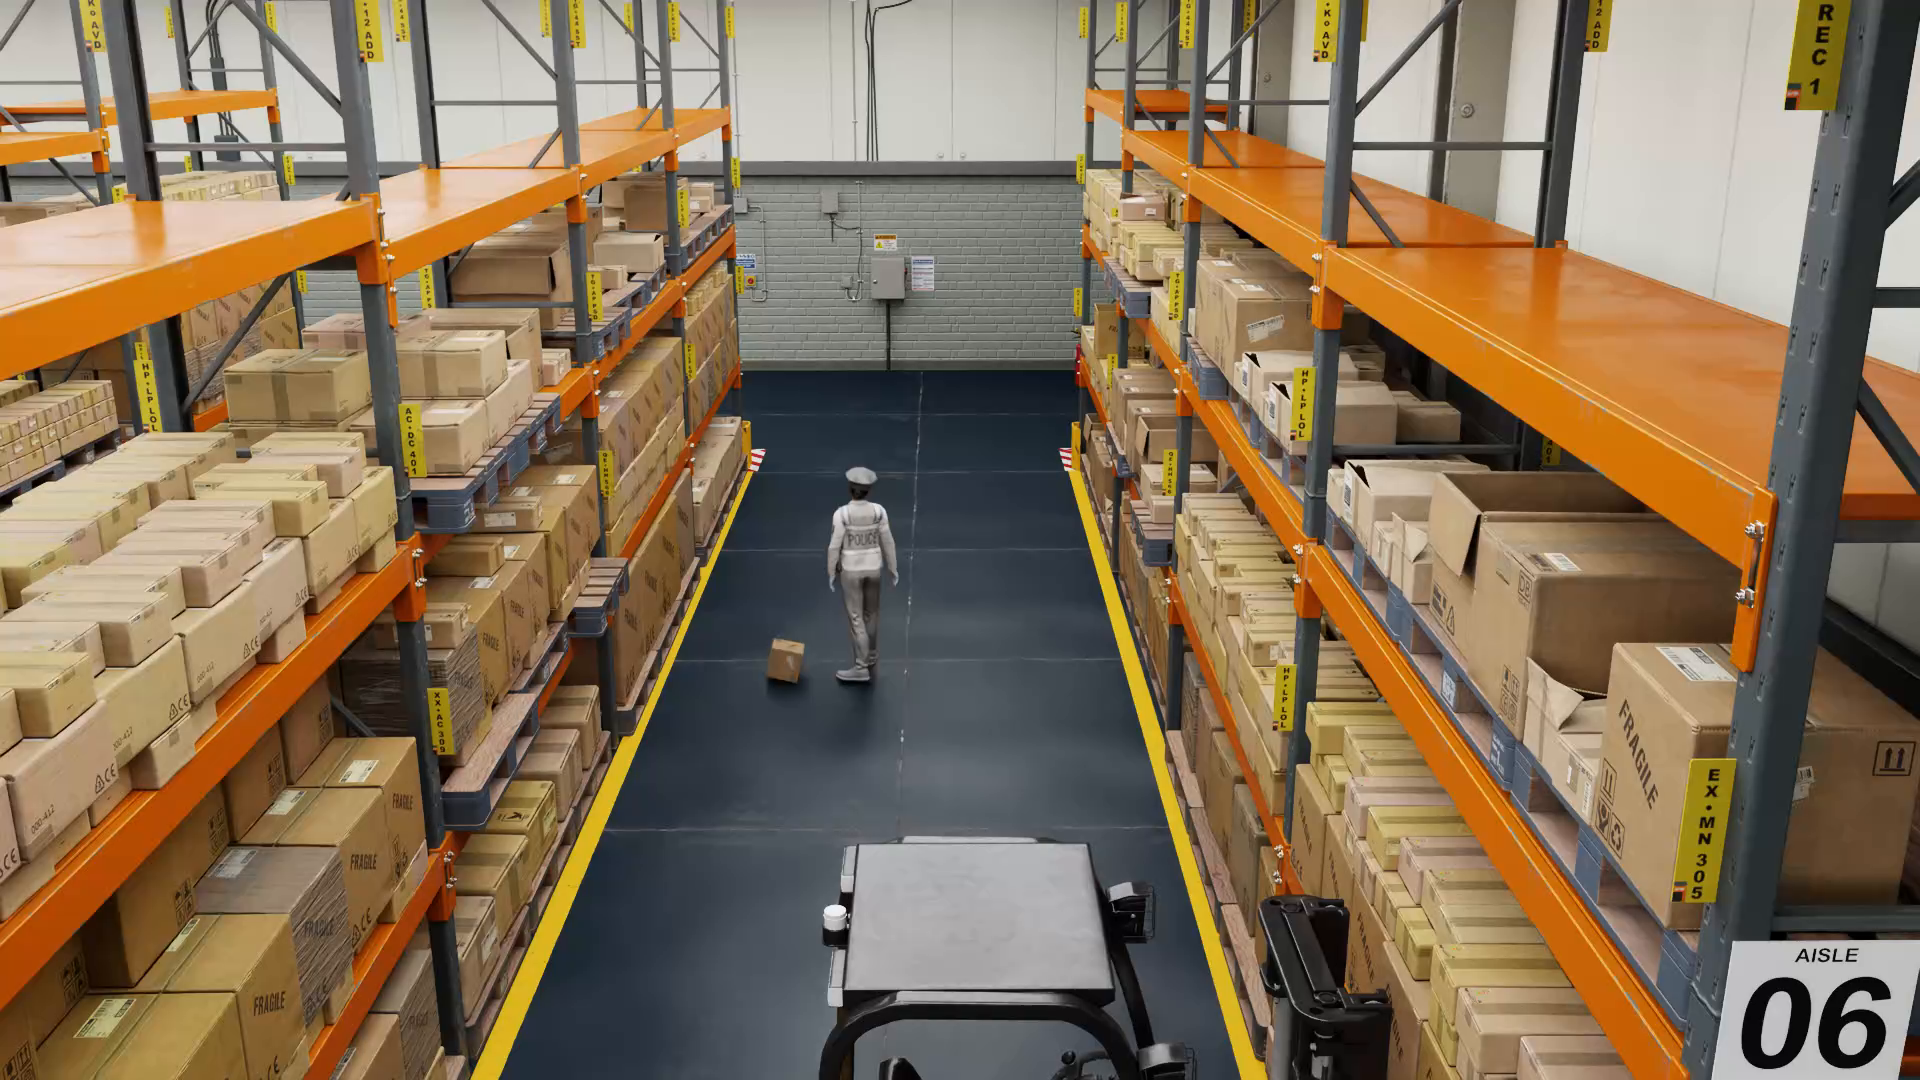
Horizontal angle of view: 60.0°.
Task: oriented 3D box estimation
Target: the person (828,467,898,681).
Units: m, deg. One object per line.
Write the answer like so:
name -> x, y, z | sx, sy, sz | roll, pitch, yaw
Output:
person -> -0.775, 0.249, 13.188 | 0.580, 1.660, 0.608 | -8, 19, -24
